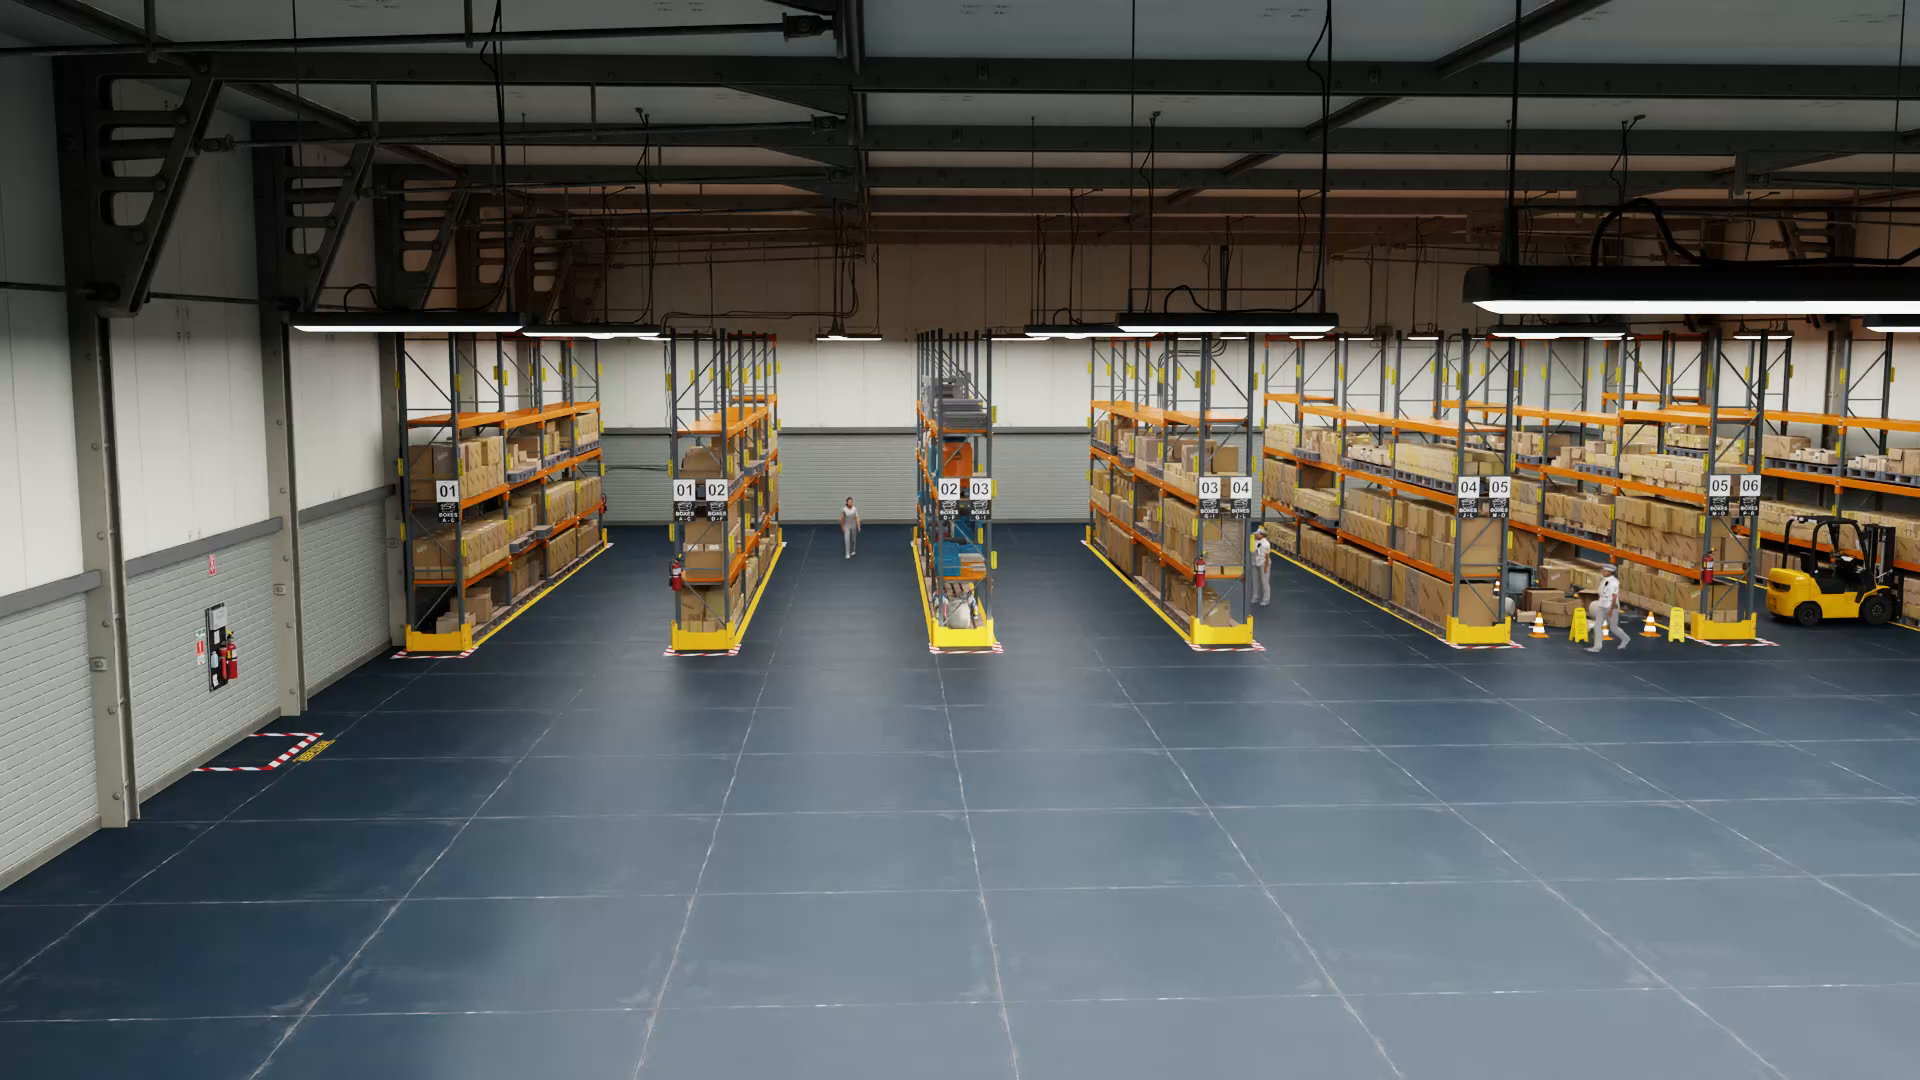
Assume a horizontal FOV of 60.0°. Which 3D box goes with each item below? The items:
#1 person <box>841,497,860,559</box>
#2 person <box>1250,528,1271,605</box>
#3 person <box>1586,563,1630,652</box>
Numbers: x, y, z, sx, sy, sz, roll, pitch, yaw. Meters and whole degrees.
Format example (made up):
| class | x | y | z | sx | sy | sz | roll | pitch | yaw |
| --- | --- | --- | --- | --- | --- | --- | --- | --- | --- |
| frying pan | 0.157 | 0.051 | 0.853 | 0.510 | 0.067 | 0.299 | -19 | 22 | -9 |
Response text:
| class | x | y | z | sx | sy | sz | roll | pitch | yaw |
| --- | --- | --- | --- | --- | --- | --- | --- | --- | --- |
| person | -2.936 | -0.336 | 44.560 | 0.515 | 1.622 | 1.012 | -1 | 7 | -5 |
| person | 6.627 | 0.577 | 36.658 | 0.435 | 1.675 | 0.504 | -5 | 8 | -34 |
| person | 12.089 | 1.256 | 30.924 | 0.849 | 1.657 | 0.433 | -3 | 8 | -27 |
